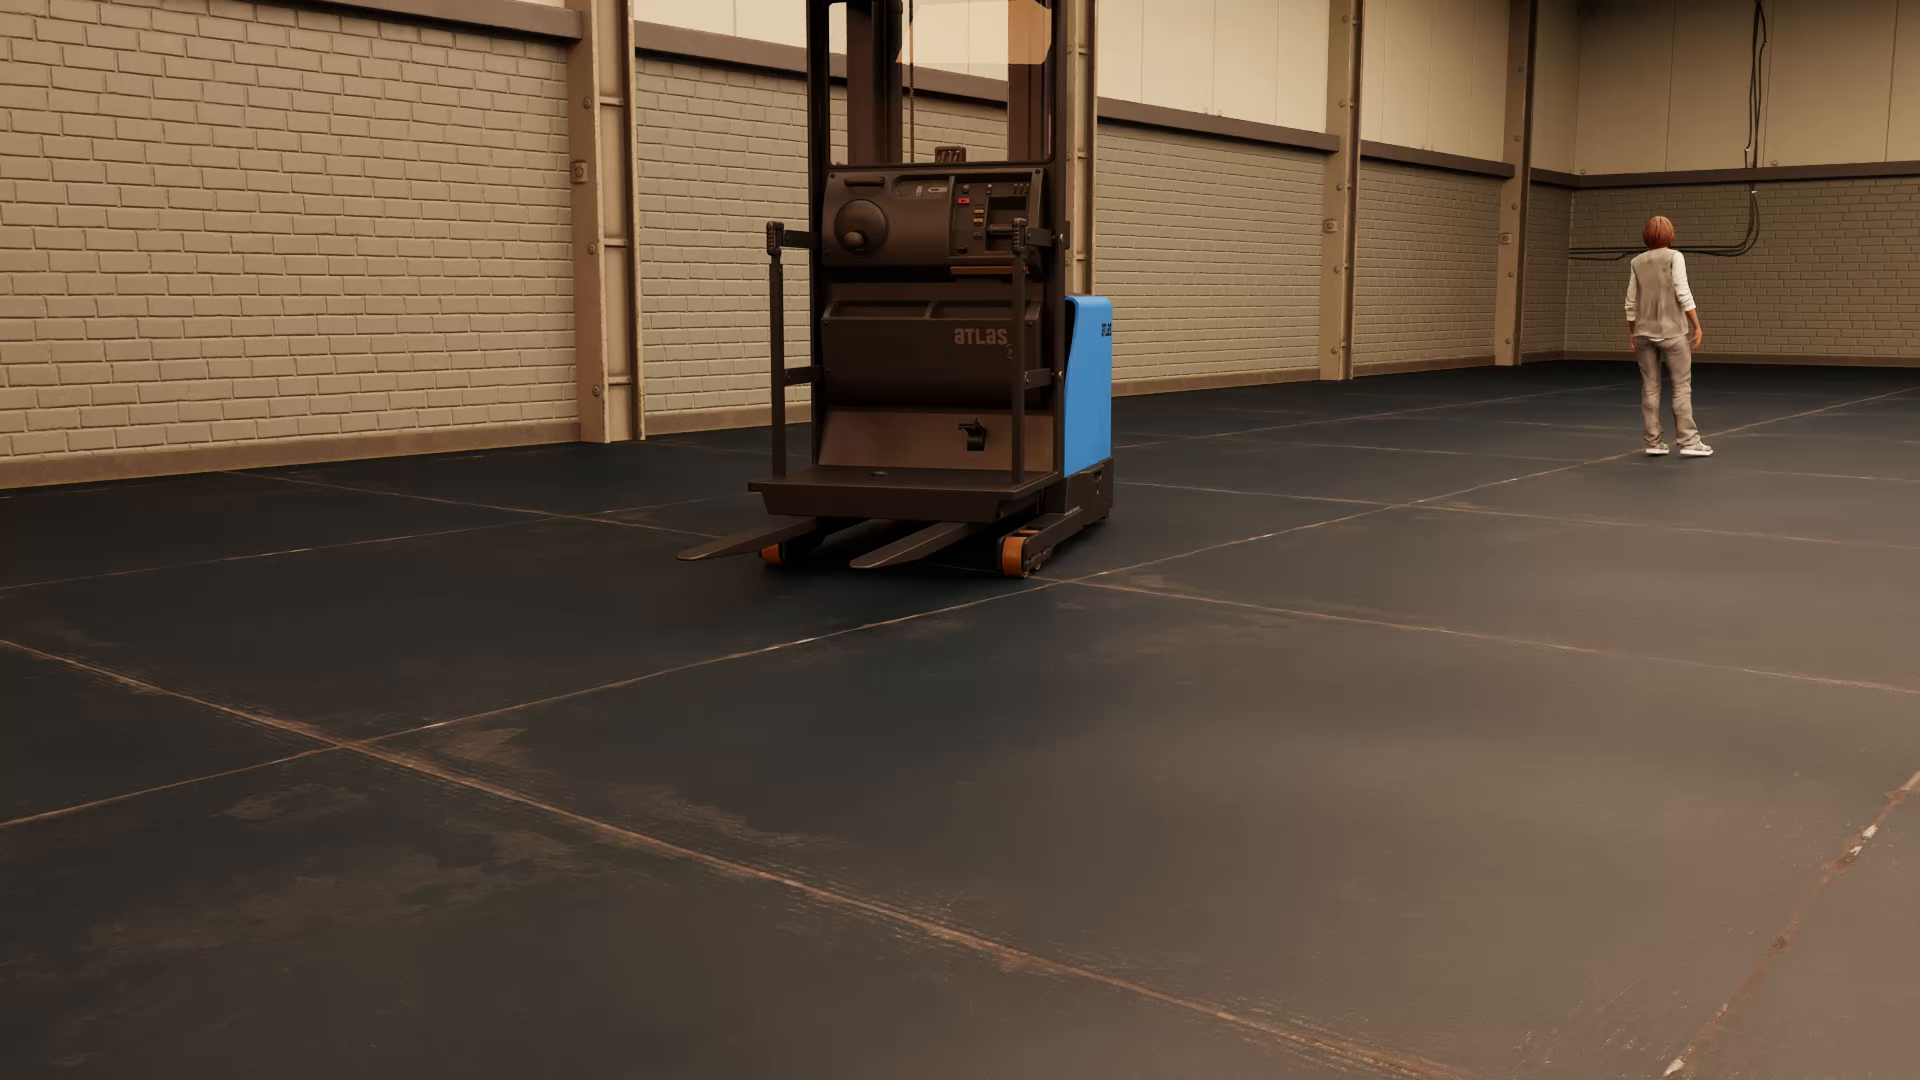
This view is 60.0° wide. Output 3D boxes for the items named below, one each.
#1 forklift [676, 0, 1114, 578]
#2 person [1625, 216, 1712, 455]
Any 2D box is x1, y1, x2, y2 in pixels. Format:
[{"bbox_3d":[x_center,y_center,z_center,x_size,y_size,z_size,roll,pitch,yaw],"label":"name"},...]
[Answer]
[{"bbox_3d":[-0.176,-1.366,6.616,1.130,2.935,3.031,3,9,17],"label":"forklift"},{"bbox_3d":[4.781,-1.374,11.225,0.474,1.598,0.519,-6,10,-37],"label":"person"}]
